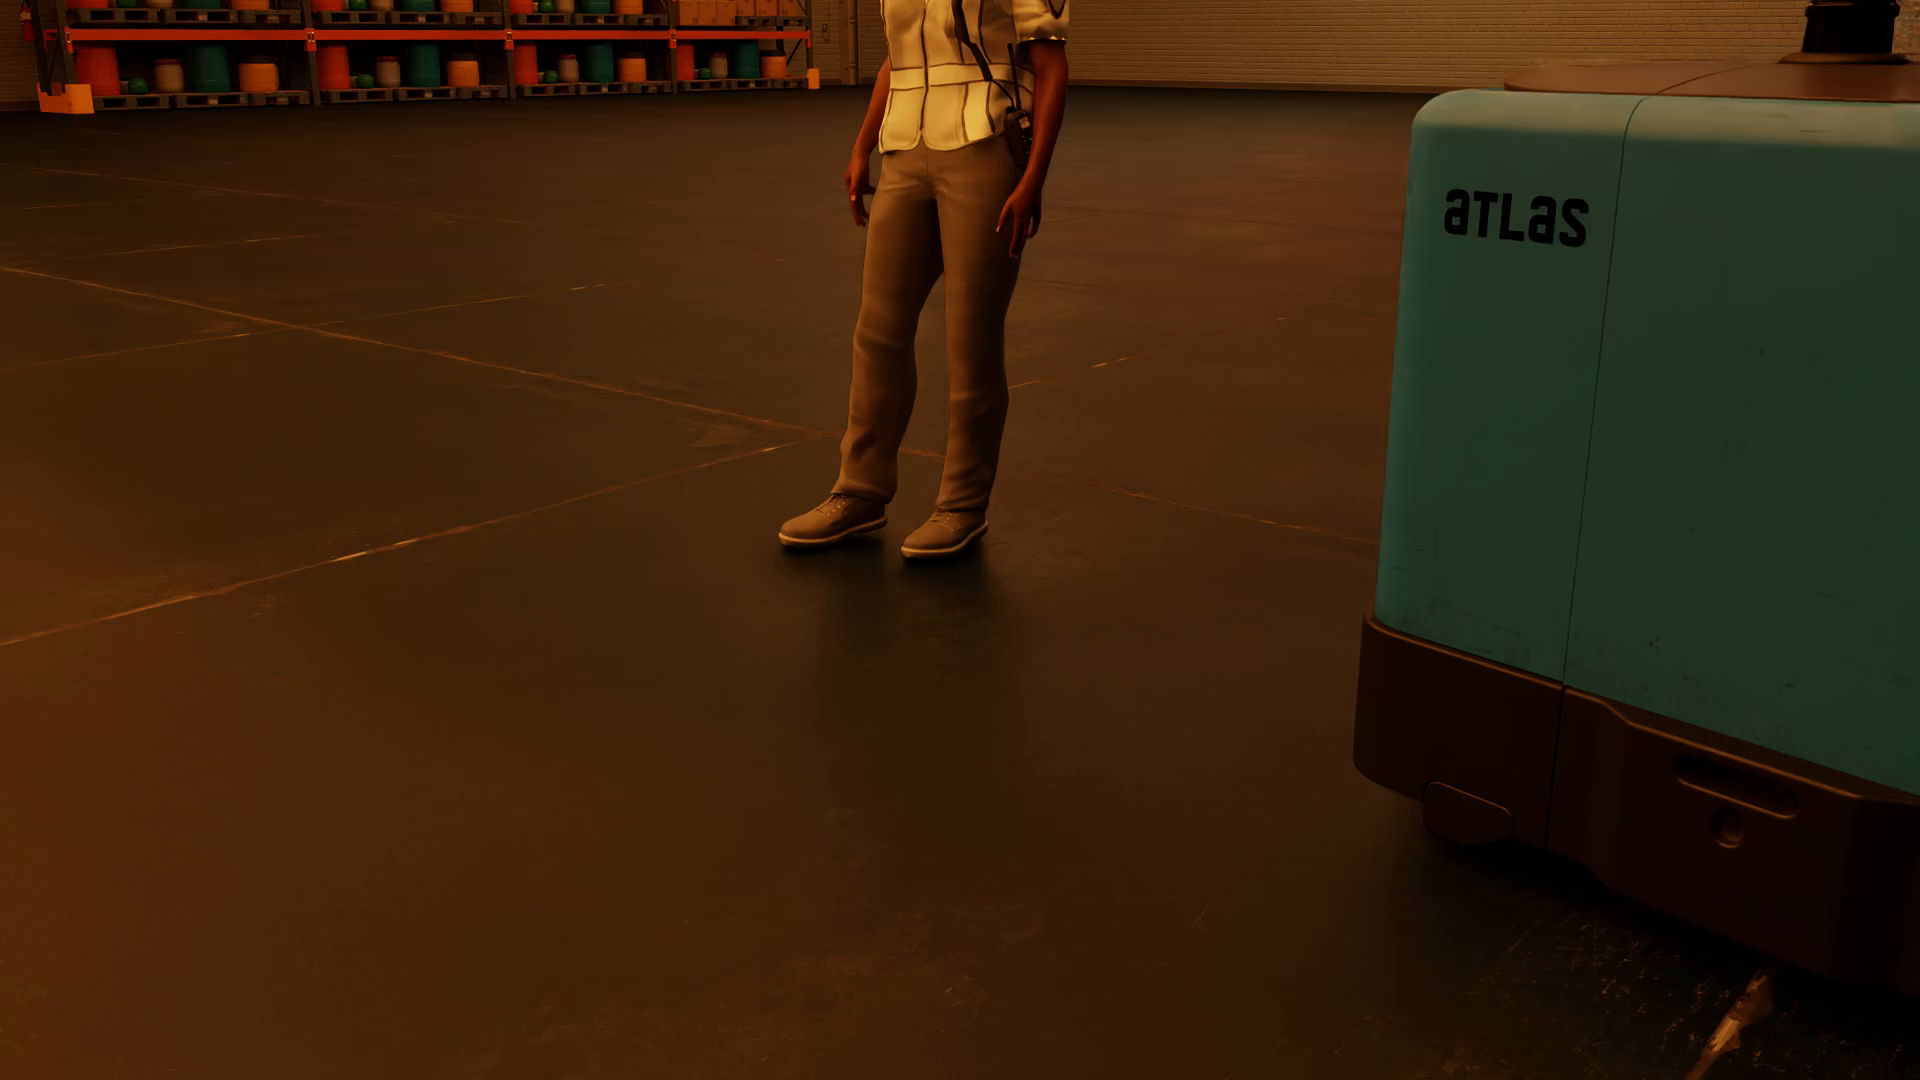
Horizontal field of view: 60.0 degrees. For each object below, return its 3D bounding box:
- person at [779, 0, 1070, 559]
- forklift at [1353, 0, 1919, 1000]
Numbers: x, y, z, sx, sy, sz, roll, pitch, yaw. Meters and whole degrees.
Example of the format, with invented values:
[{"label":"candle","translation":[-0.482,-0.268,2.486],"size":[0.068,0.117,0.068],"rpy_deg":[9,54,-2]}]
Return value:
[{"label":"person","translation":[-0.065,-0.805,3.652],"size":[0.564,1.695,0.528],"rpy_deg":[13,21,37]},{"label":"forklift","translation":[1.935,-0.751,1.370],"size":[1.130,2.935,3.031],"rpy_deg":[-14,22,-38]}]
